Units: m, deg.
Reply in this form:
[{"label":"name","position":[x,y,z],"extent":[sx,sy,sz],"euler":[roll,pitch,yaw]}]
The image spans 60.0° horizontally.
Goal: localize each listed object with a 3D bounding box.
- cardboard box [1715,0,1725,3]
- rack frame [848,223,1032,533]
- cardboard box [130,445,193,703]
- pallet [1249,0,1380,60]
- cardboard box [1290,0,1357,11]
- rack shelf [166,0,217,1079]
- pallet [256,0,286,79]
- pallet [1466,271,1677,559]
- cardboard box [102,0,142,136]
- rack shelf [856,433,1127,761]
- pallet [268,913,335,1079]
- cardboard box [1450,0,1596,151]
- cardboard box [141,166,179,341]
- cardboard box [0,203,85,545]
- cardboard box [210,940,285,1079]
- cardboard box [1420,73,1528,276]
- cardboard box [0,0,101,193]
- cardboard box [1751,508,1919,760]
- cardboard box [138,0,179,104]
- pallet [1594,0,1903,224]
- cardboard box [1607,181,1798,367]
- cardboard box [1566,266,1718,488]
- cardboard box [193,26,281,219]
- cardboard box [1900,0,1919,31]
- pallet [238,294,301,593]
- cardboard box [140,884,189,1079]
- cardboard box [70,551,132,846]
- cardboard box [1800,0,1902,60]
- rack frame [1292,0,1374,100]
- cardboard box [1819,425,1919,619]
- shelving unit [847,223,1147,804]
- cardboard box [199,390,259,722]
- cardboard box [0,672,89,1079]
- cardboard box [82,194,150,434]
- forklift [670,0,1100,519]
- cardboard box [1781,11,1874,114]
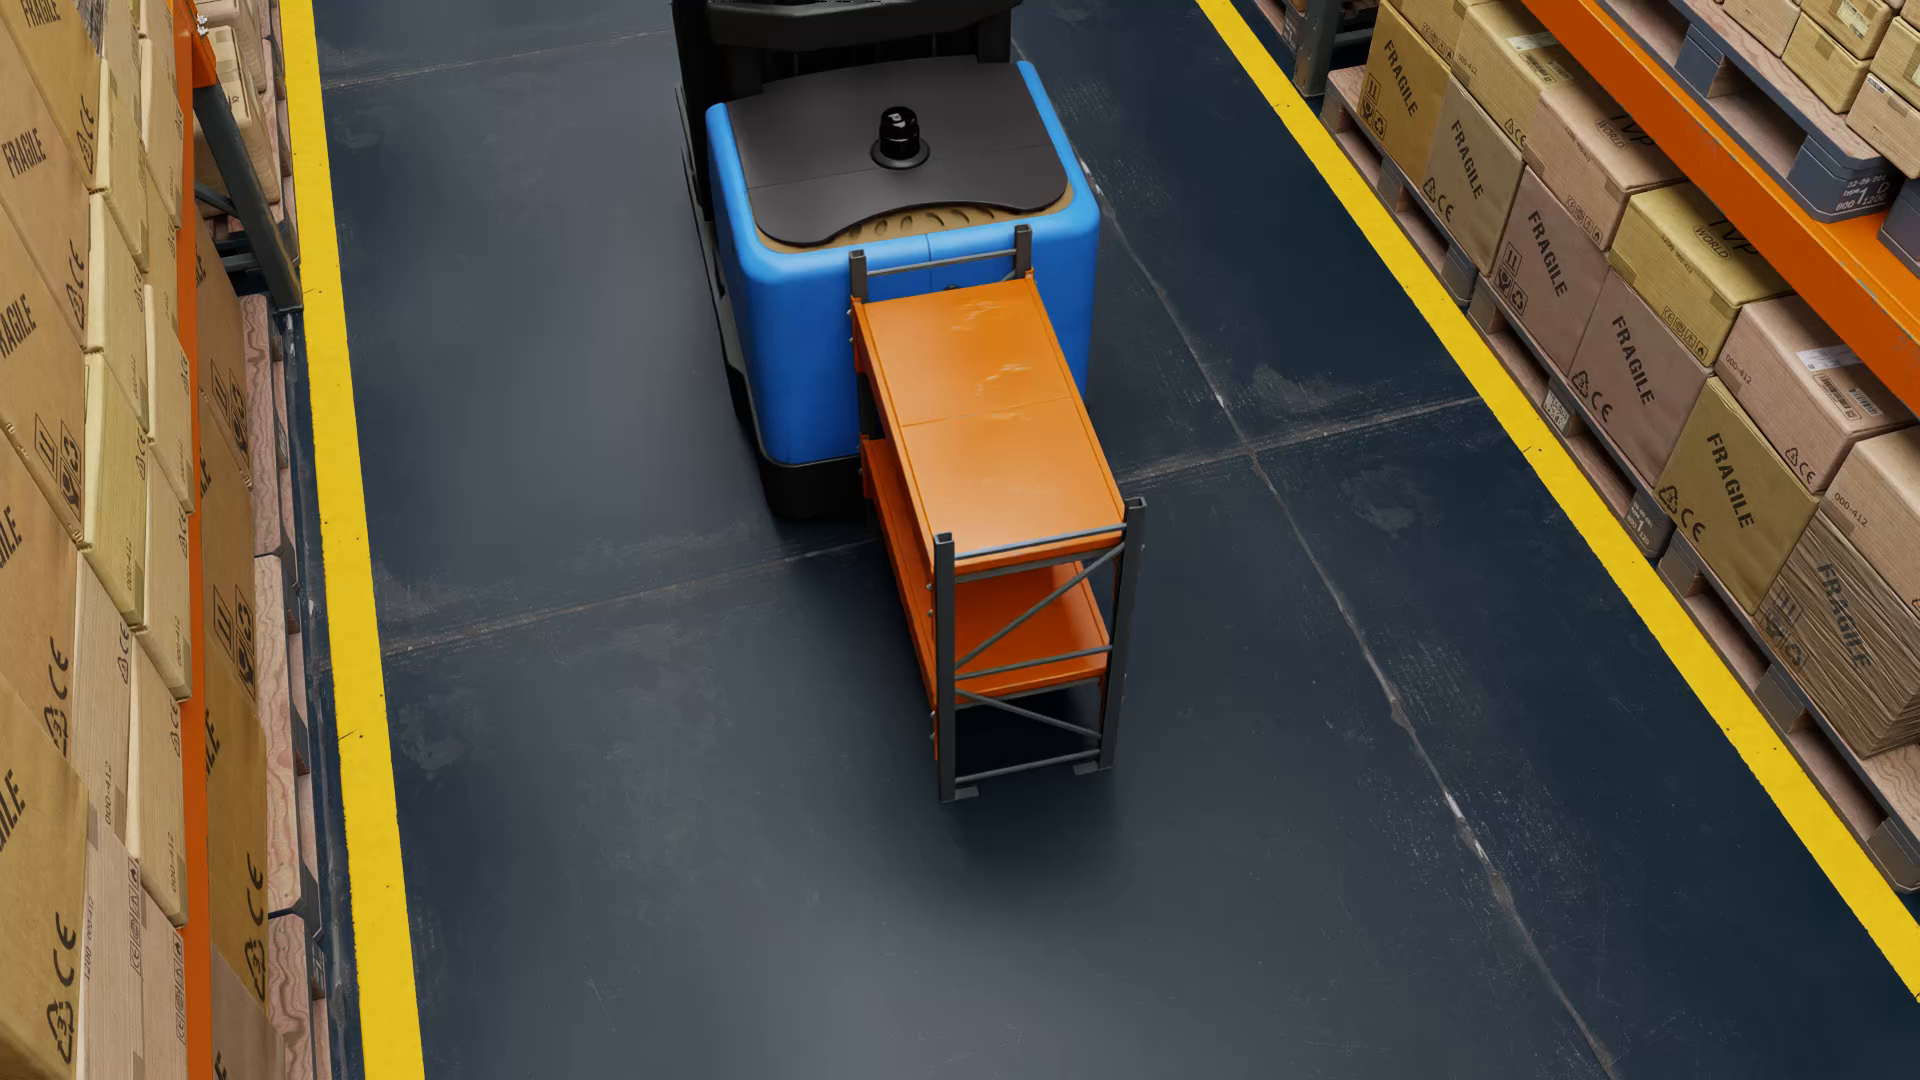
[{"label":"cardboard box","position":[2.192,-1.627,4.550],"extent":[0.380,0.149,0.250],"euler":[-13,51,-10]},{"label":"rack frame","position":[-0.051,-0.440,4.885],"extent":[0.500,1.125,0.032],"euler":[-10,51,-9]},{"label":"cardboard box","position":[-1.826,0.113,3.291],"extent":[0.500,0.250,0.500],"euler":[-14,51,-11]},{"label":"pallet","position":[1.698,-2.607,7.310],"extent":[1.003,0.211,1.213],"euler":[-13,51,-11]},{"label":"cardboard box","position":[1.765,-2.789,6.836],"extent":[1.050,0.750,0.750],"euler":[-14,51,-11]},{"label":"rack shelf","position":[-2.248,-0.028,3.782],"extent":[1.077,0.370,4.000],"euler":[-13,51,-11]},{"label":"pallet","position":[-3.427,-2.282,7.036],"extent":[1.003,0.211,1.213],"euler":[-13,51,-11]},{"label":"pallet","position":[2.446,-0.554,5.579],"extent":[1.003,0.211,1.213],"euler":[-13,51,-11]},{"label":"cardboard box","position":[-2.299,-1.163,4.040],"extent":[0.500,0.250,0.500],"euler":[-14,51,-12]},{"label":"rack shelf","position":[0.067,0.096,4.753],"extent":[0.538,0.278,1.000],"euler":[-10,51,-9]},{"label":"pallet","position":[-1.957,1.553,3.802],"extent":[1.003,0.211,1.213],"euler":[-13,51,-11]},{"label":"cardboard box","position":[1.982,-1.556,5.470],"extent":[0.500,0.250,0.500],"euler":[-14,51,-11]},{"label":"cardboard box","position":[-2.143,-0.620,3.909],"extent":[0.500,0.250,0.500],"euler":[-14,51,-11]},{"label":"cardboard box","position":[-1.835,-0.272,2.798],"extent":[0.500,0.500,0.500],"euler":[-14,51,-12]},{"label":"cardboard box","position":[-1.917,1.316,3.294],"extent":[0.875,0.875,0.875],"euler":[-12,51,-10]},{"label":"cardboard box","position":[1.976,-1.302,5.746],"extent":[0.500,0.500,0.500],"euler":[-13,51,-11]},{"label":"cardboard box","position":[-2.137,-1.019,3.428],"extent":[0.500,0.500,0.500],"euler":[-13,51,-11]},{"label":"cardboard box","position":[2.582,0.195,4.484],"extent":[0.500,0.500,0.500],"euler":[-14,51,-12]},{"label":"cardboard box","position":[-2.442,-1.361,4.534],"extent":[0.500,0.250,0.500],"euler":[-15,51,-12]},{"label":"pallet","position":[2.483,-1.415,4.606],"extent":[1.003,0.211,1.213],"euler":[-13,51,-11]},{"label":"cardboard box","position":[2.271,-0.811,4.842],"extent":[0.500,0.250,0.500],"euler":[-15,52,-13]},{"label":"cardboard box","position":[2.283,-0.556,5.117],"extent":[0.500,0.500,0.500],"euler":[-14,51,-12]},{"label":"cardboard box","position":[-2.997,-1.424,5.932],"extent":[0.950,0.372,0.625],"euler":[-16,52,-13]},{"label":"cardboard box","position":[2.435,-1.244,3.838],"extent":[0.380,0.149,0.250],"euler":[-15,51,-12]},{"label":"pallet","position":[-2.679,-0.229,5.305],"extent":[1.003,0.211,1.213],"euler":[-13,51,-11]},{"label":"cardboard box","position":[-1.535,0.868,2.654],"extent":[0.500,0.250,0.500],"euler":[-14,51,-12]},{"label":"cardboard box","position":[-1.699,0.329,2.782],"extent":[0.500,0.250,0.500],"euler":[-13,51,-10]},{"label":"cardboard box","position":[2.342,-1.350,4.121],"extent":[0.380,0.149,0.250],"euler":[-13,51,-11]},{"label":"rack frame","position":[1.859,-2.913,5.744],"extent":[1.000,3.000,0.127],"euler":[-13,51,-11]},{"label":"cardboard box","position":[2.580,-0.050,4.200],"extent":[0.500,0.250,0.500],"euler":[-15,51,-12]},{"label":"shelving unit","position":[0.067,-0.062,4.566],"extent":[0.538,1.125,1.048],"euler":[-10,51,-9]},{"label":"cardboard box","position":[-2.455,0.005,4.399],"extent":[0.875,0.875,0.875],"euler":[-13,51,-11]},{"label":"cardboard box","position":[-1.512,0.460,2.181],"extent":[0.500,0.500,0.500],"euler":[-13,51,-11]},{"label":"cardboard box","position":[-1.974,-0.415,3.409],"extent":[0.500,0.250,0.500],"euler":[-15,51,-12]},{"label":"forklift","position":[-0.431,-2.167,5.160],"extent":[1.130,2.935,3.031],"euler":[-10,51,-9]},{"label":"cardboard box","position":[2.347,-1.242,4.225],"extent":[0.380,0.149,0.250],"euler":[-11,51,-9]}]
